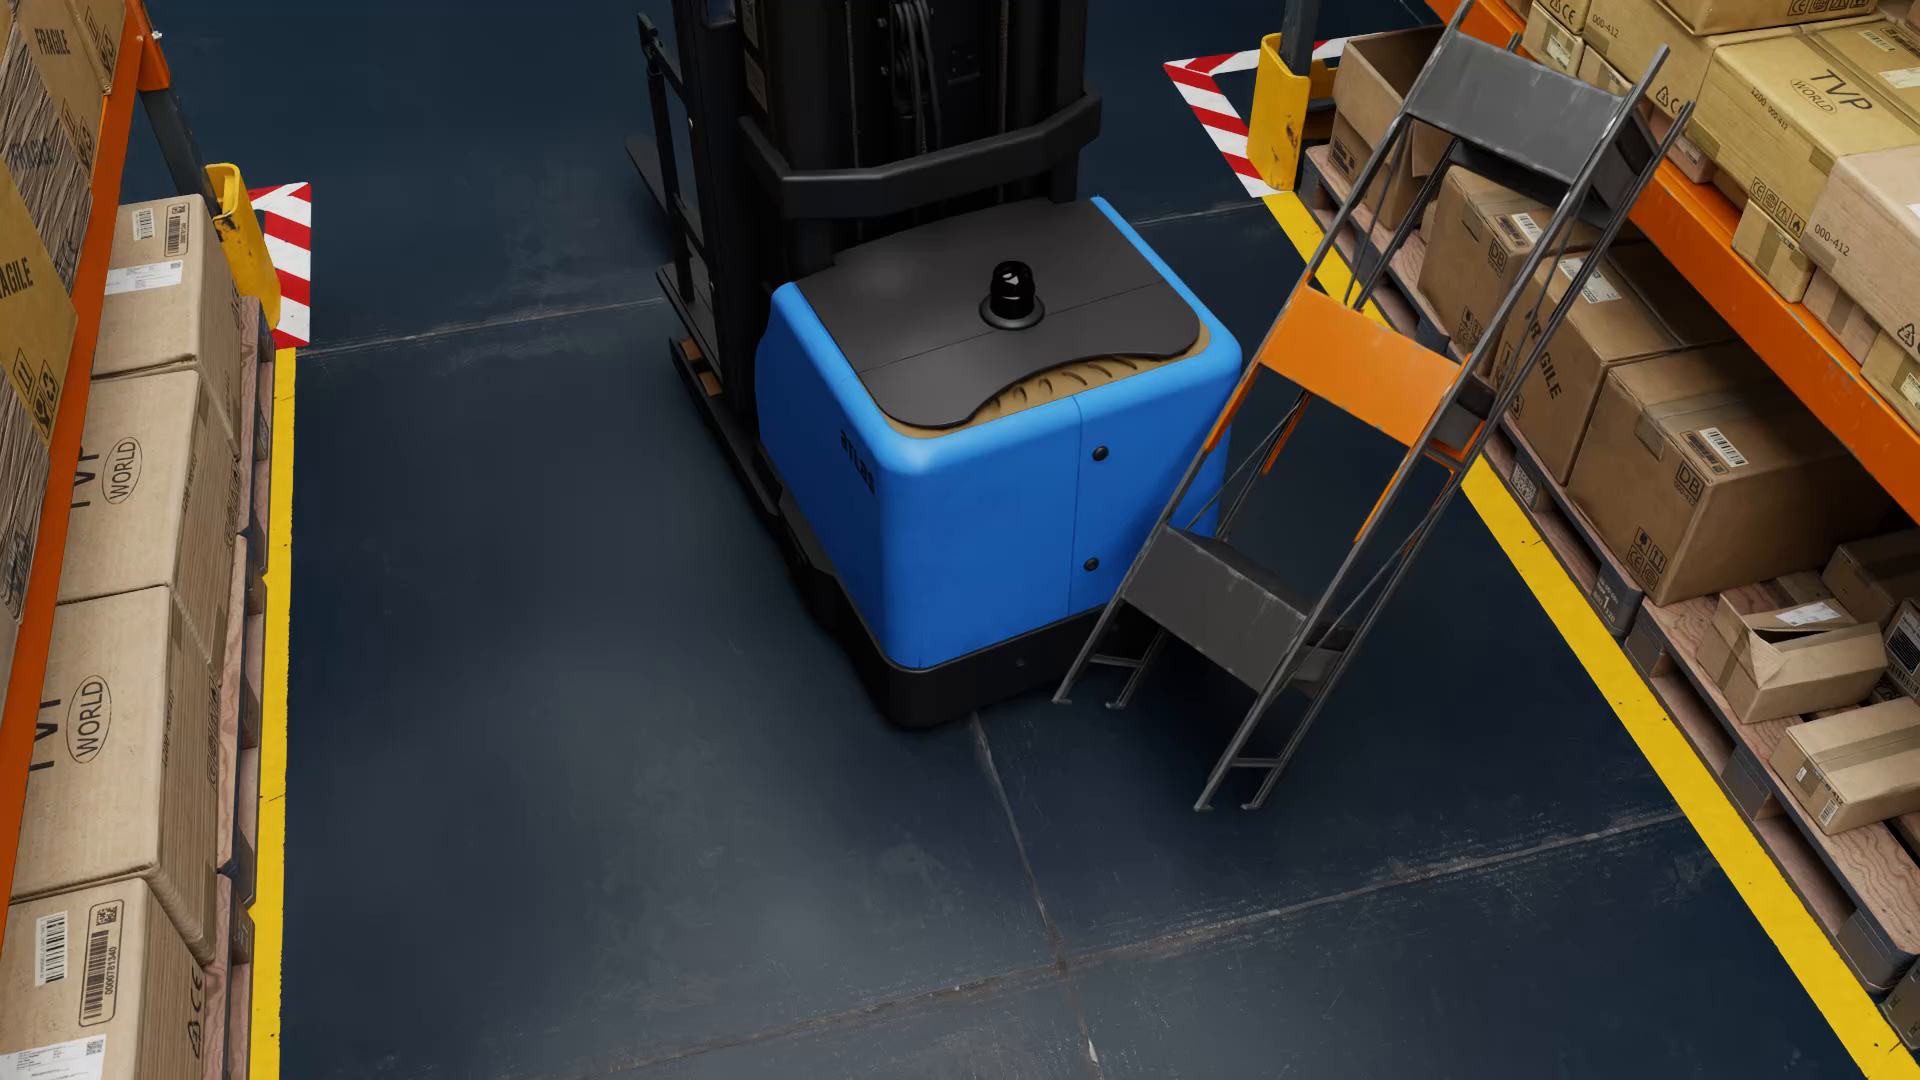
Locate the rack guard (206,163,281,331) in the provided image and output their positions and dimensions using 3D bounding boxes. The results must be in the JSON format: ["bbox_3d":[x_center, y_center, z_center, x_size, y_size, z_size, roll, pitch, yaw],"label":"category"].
[{"bbox_3d":[-3.059,-0.935,5.816,1.175,0.500,0.348,-11,47,-10],"label":"rack guard"}]

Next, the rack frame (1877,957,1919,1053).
[{"bbox_3d":[2.768,0.059,3.092,1.000,3.000,0.127,-11,47,-10],"label":"rack frame"}]

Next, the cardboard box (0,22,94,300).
[{"bbox_3d":[-2.419,-0.841,3.904,0.500,0.500,0.500,-9,46,-9],"label":"cardboard box"}]

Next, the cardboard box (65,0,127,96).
[{"bbox_3d":[-2.674,-1.543,4.592,0.500,0.500,0.500,-10,47,-10],"label":"cardboard box"}]

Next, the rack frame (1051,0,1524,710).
[{"bbox_3d":[0.860,-0.445,4.382,0.015,2.100,0.400,36,12,31],"label":"rack frame"}]

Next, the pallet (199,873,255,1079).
[{"bbox_3d":[-2.148,1.405,3.725,1.003,0.211,1.213,-11,47,-10],"label":"pallet"}]

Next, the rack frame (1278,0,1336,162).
[{"bbox_3d":[1.744,-2.703,5.799,1.000,3.000,0.127,-11,47,-10],"label":"rack frame"}]

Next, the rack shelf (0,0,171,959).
[{"bbox_3d":[-2.541,-0.160,3.811,1.077,0.370,4.000,-11,47,-10],"label":"rack shelf"}]

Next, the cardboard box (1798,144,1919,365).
[{"bbox_3d":[2.259,-0.643,3.677,0.500,0.250,0.500,-11,47,-10],"label":"cardboard box"}]

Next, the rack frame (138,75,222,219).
[{"bbox_3d":[-3.053,-1.793,4.907,1.000,3.000,0.127,-11,47,-10],"label":"rack frame"}]

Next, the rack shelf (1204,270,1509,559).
[{"bbox_3d":[1.023,-0.311,4.259,0.480,0.518,0.431,36,12,31],"label":"rack shelf"}]

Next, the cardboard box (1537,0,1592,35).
[{"bbox_3d":[1.862,-1.695,4.707,0.500,0.250,0.500,-12,47,-11],"label":"cardboard box"}]

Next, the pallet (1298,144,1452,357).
[{"bbox_3d":[1.969,-1.124,6.204,1.003,0.211,1.213,-11,47,-10],"label":"pallet"}]

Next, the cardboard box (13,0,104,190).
[{"bbox_3d":[-2.560,-1.194,4.250,0.500,0.500,0.500,-12,47,-11],"label":"cardboard box"}]

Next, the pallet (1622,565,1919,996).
[{"bbox_3d":[2.593,0.560,4.553,1.003,0.211,1.213,-11,47,-10],"label":"pallet"}]

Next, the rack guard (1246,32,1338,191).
[{"bbox_3d":[1.764,-1.776,6.640,1.175,0.500,0.348,-11,47,-10],"label":"rack guard"}]

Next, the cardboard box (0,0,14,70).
[{"bbox_3d":[-2.414,-1.191,3.547,0.500,0.500,0.500,-11,47,-11],"label":"cardboard box"}]

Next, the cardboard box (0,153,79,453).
[{"bbox_3d":[-2.274,-0.487,3.557,0.500,0.500,0.500,-9,46,-9],"label":"cardboard box"}]

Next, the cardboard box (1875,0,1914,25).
[{"bbox_3d":[2.505,-1.426,4.444,0.500,0.250,0.500,-11,47,-10],"label":"cardboard box"}]

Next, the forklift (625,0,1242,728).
[{"bbox_3d":[-0.347,-1.563,4.730,1.130,2.935,3.031,-19,49,-18],"label":"forklift"}]

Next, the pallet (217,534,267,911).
[{"bbox_3d":[-2.464,0.562,4.552,1.003,0.211,1.213,-11,47,-10],"label":"pallet"}]

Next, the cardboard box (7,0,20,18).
[{"bbox_3d":[-2.537,-1.533,3.882,0.500,0.500,0.500,-11,47,-10],"label":"cardboard box"}]

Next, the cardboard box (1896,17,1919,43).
[{"bbox_3d":[2.637,-1.086,4.111,0.500,0.250,0.500,-10,46,-9],"label":"cardboard box"}]

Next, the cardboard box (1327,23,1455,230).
[{"bbox_3d":[1.809,-1.537,6.110,0.797,0.503,0.637,-12,47,-12],"label":"cardboard box"}]

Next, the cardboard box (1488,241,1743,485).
[{"bbox_3d":[2.029,-0.555,5.150,0.500,0.500,0.500,-10,46,-10],"label":"cardboard box"}]

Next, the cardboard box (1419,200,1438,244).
[{"bbox_3d":[1.880,-1.112,5.942,0.380,0.149,0.250,-12,47,-12],"label":"cardboard box"}]

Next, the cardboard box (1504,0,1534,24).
[{"bbox_3d":[1.853,-1.628,4.921,0.380,0.149,0.250,-10,46,-10],"label":"cardboard box"}]

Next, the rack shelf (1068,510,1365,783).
[{"bbox_3d":[0.685,0.289,4.385,0.480,0.518,0.431,36,12,31],"label":"rack shelf"}]

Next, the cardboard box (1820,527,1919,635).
[{"bbox_3d":[2.716,0.111,4.743,0.380,0.149,0.250,-11,47,-11],"label":"cardboard box"}]

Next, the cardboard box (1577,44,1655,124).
[{"bbox_3d":[1.932,-1.261,4.562,0.380,0.149,0.250,-10,46,-9],"label":"cardboard box"}]

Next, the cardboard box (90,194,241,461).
[{"bbox_3d":[-2.788,-0.606,5.243,0.875,0.438,0.875,-12,47,-12],"label":"cardboard box"}]

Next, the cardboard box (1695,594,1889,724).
[{"bbox_3d":[2.250,0.291,4.485,0.396,0.266,0.258,-9,46,-9],"label":"cardboard box"}]

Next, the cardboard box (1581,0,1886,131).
[{"bbox_3d":[2.014,-1.346,4.365,0.500,0.250,0.500,-12,47,-11],"label":"cardboard box"}]

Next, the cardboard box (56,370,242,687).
[{"bbox_3d":[-2.545,0.025,4.626,0.875,0.438,0.875,-10,46,-9],"label":"cardboard box"}]

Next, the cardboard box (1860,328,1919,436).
[{"bbox_3d":[2.265,-0.378,3.696,0.380,0.149,0.250,-10,46,-9],"label":"cardboard box"}]

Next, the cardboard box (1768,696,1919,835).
[{"bbox_3d":[2.342,0.578,4.285,0.380,0.149,0.250,-12,47,-12],"label":"cardboard box"}]

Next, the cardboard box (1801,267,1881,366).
[{"bbox_3d":[2.224,-0.564,3.879,0.380,0.149,0.250,-10,46,-9],"label":"cardboard box"}]

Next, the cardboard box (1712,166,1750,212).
[{"bbox_3d":[2.173,-0.934,4.241,0.380,0.149,0.250,-10,46,-10],"label":"cardboard box"}]

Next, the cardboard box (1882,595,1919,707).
[{"bbox_3d":[2.828,0.353,4.392,0.500,0.311,0.500,-9,46,-9],"label":"cardboard box"}]

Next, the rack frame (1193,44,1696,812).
[{"bbox_3d":[1.200,-0.200,4.131,0.015,2.100,0.400,36,12,31],"label":"rack frame"}]

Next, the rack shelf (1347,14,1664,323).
[{"bbox_3d":[1.361,-0.911,4.132,0.480,0.518,0.431,36,12,31],"label":"rack shelf"}]

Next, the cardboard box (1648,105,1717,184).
[{"bbox_3d":[2.065,-1.096,4.400,0.380,0.149,0.250,-11,47,-10],"label":"cardboard box"}]

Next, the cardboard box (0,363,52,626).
[{"bbox_3d":[-2.142,-0.131,3.208,0.500,0.500,0.500,-10,47,-10],"label":"cardboard box"}]

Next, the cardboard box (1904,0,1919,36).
[{"bbox_3d":[2.644,-1.332,3.827,0.500,0.500,0.500,-12,47,-11],"label":"cardboard box"}]

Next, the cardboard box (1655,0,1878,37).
[{"bbox_3d":[1.984,-1.619,4.108,0.500,0.500,0.500,-10,46,-9],"label":"cardboard box"}]

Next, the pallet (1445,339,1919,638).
[{"bbox_3d":[2.277,-0.284,5.380,1.003,0.211,1.213,-11,47,-10],"label":"pallet"}]

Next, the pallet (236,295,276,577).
[{"bbox_3d":[-2.773,-0.279,5.376,1.003,0.211,1.213,-11,47,-10],"label":"pallet"}]

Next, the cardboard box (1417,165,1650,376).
[{"bbox_3d":[1.990,-0.938,5.525,0.700,0.500,0.500,-9,46,-9],"label":"cardboard box"}]

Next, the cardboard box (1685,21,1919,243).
[{"bbox_3d":[2.145,-0.990,4.017,0.500,0.250,0.500,-11,47,-11],"label":"cardboard box"}]

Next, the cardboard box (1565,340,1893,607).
[{"bbox_3d":[2.256,-0.222,4.823,0.700,0.500,0.500,-12,47,-12],"label":"cardboard box"}]

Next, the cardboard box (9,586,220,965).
[{"bbox_3d":[-2.316,0.647,4.015,0.875,0.438,0.875,-12,47,-11],"label":"cardboard box"}]

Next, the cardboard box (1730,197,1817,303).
[{"bbox_3d":[2.131,-0.736,4.047,0.380,0.149,0.250,-11,47,-11],"label":"cardboard box"}]

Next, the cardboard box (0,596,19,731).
[{"bbox_3d":[-2.021,0.214,2.870,0.500,0.500,0.500,-10,47,-10],"label":"cardboard box"}]

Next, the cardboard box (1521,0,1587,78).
[{"bbox_3d":[1.845,-1.440,4.736,0.380,0.149,0.250,-12,47,-11],"label":"cardboard box"}]

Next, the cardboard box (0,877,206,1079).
[{"bbox_3d":[-2.086,1.265,3.410,0.875,0.438,0.875,-11,47,-11],"label":"cardboard box"}]

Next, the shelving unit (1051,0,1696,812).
[{"bbox_3d":[1.030,-0.322,4.256,0.503,2.100,0.431,36,12,31],"label":"shelving unit"}]
